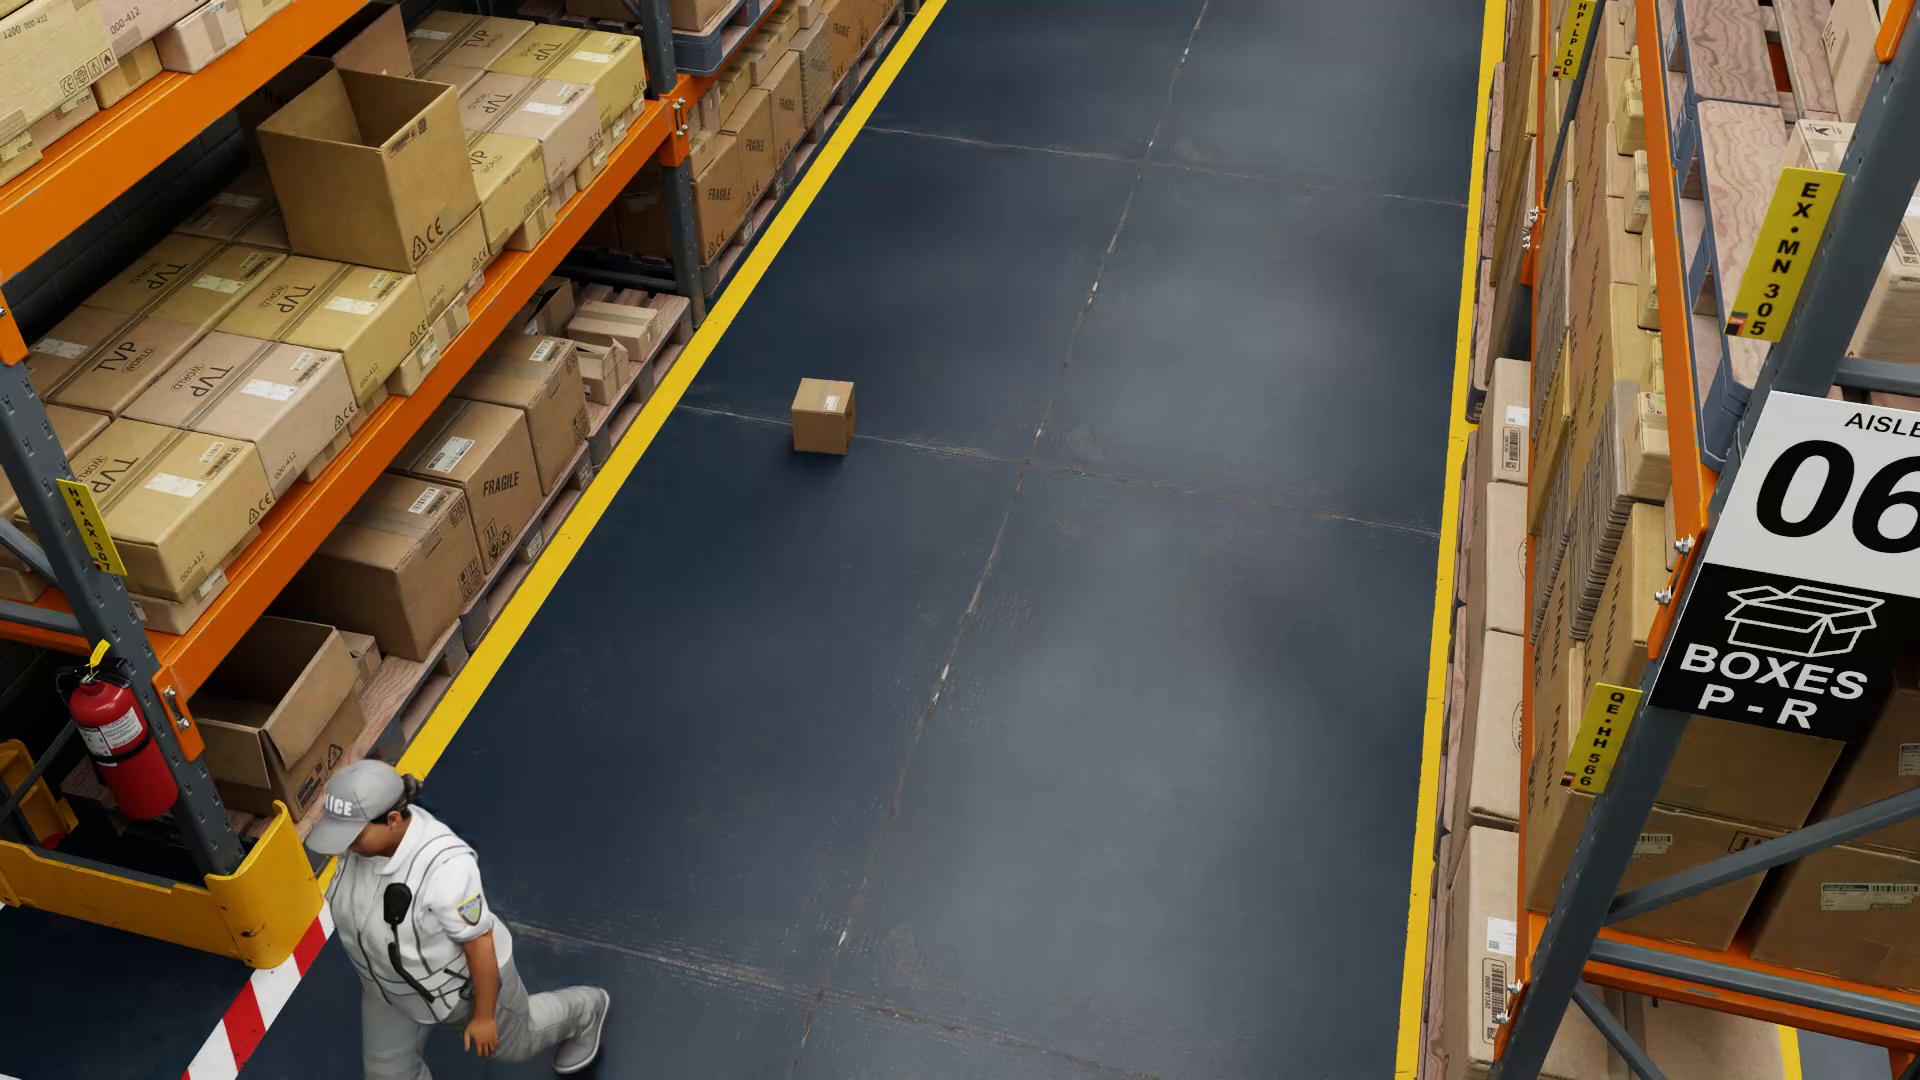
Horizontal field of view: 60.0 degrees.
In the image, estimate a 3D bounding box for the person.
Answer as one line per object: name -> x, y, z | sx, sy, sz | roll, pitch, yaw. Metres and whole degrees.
person -> -1.490, 1.225, 4.771 | 0.512, 1.615, 0.939 | 19, 45, 21
